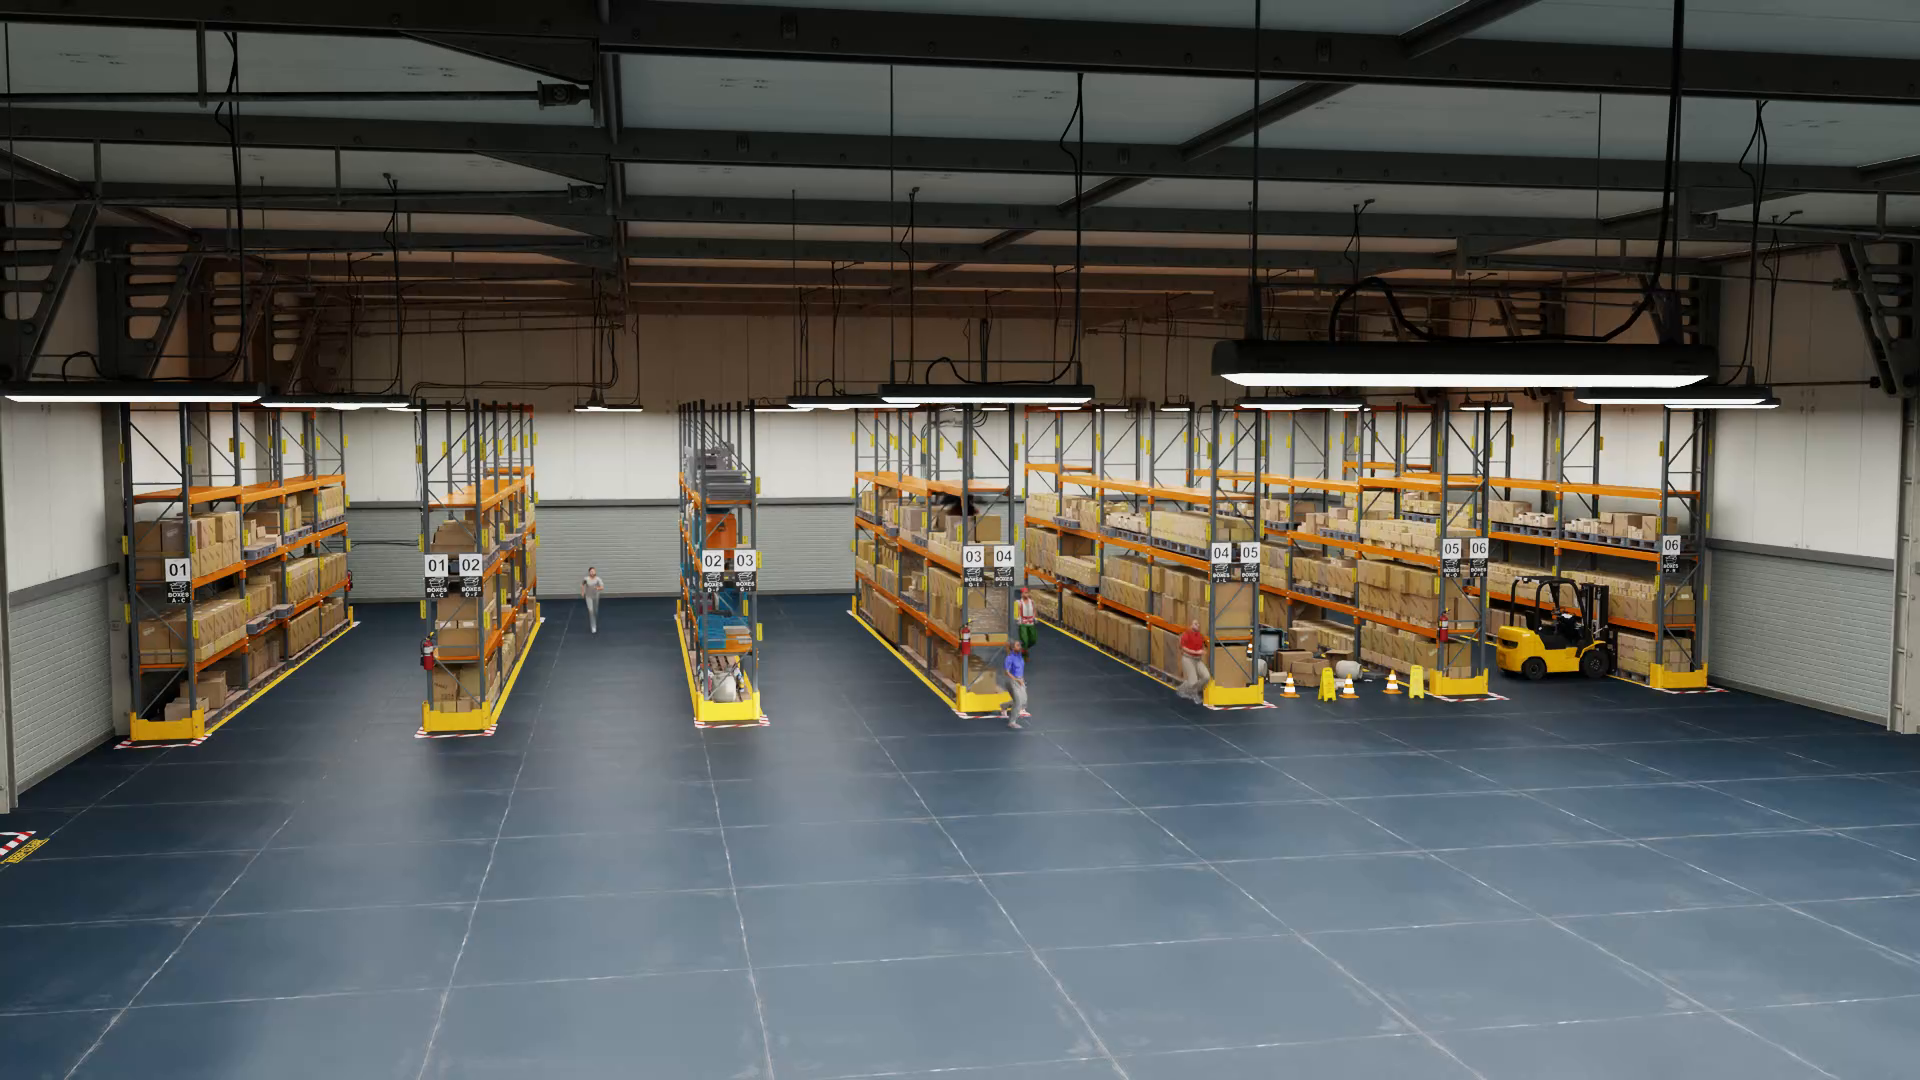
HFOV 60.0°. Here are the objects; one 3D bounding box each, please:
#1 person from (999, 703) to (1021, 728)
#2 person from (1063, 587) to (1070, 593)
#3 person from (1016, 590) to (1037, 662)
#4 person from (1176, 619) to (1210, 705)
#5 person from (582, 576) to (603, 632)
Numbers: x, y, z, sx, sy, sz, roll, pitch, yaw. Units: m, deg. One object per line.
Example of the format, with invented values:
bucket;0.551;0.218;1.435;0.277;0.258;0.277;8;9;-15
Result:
person;0.924;3.204;30.535;0.497;0.453;0.201;3;5;34
person;3.153;1.078;49.826;0.656;1.813;0.831;-3;5;-35
person;1.510;1.976;38.444;0.651;1.691;0.555;-2;5;-20
person;4.504;2.346;32.029;0.678;1.683;0.741;-4;6;-42
person;-8.022;1.680;43.031;3.101;1.539;3.736;-2;5;-19
